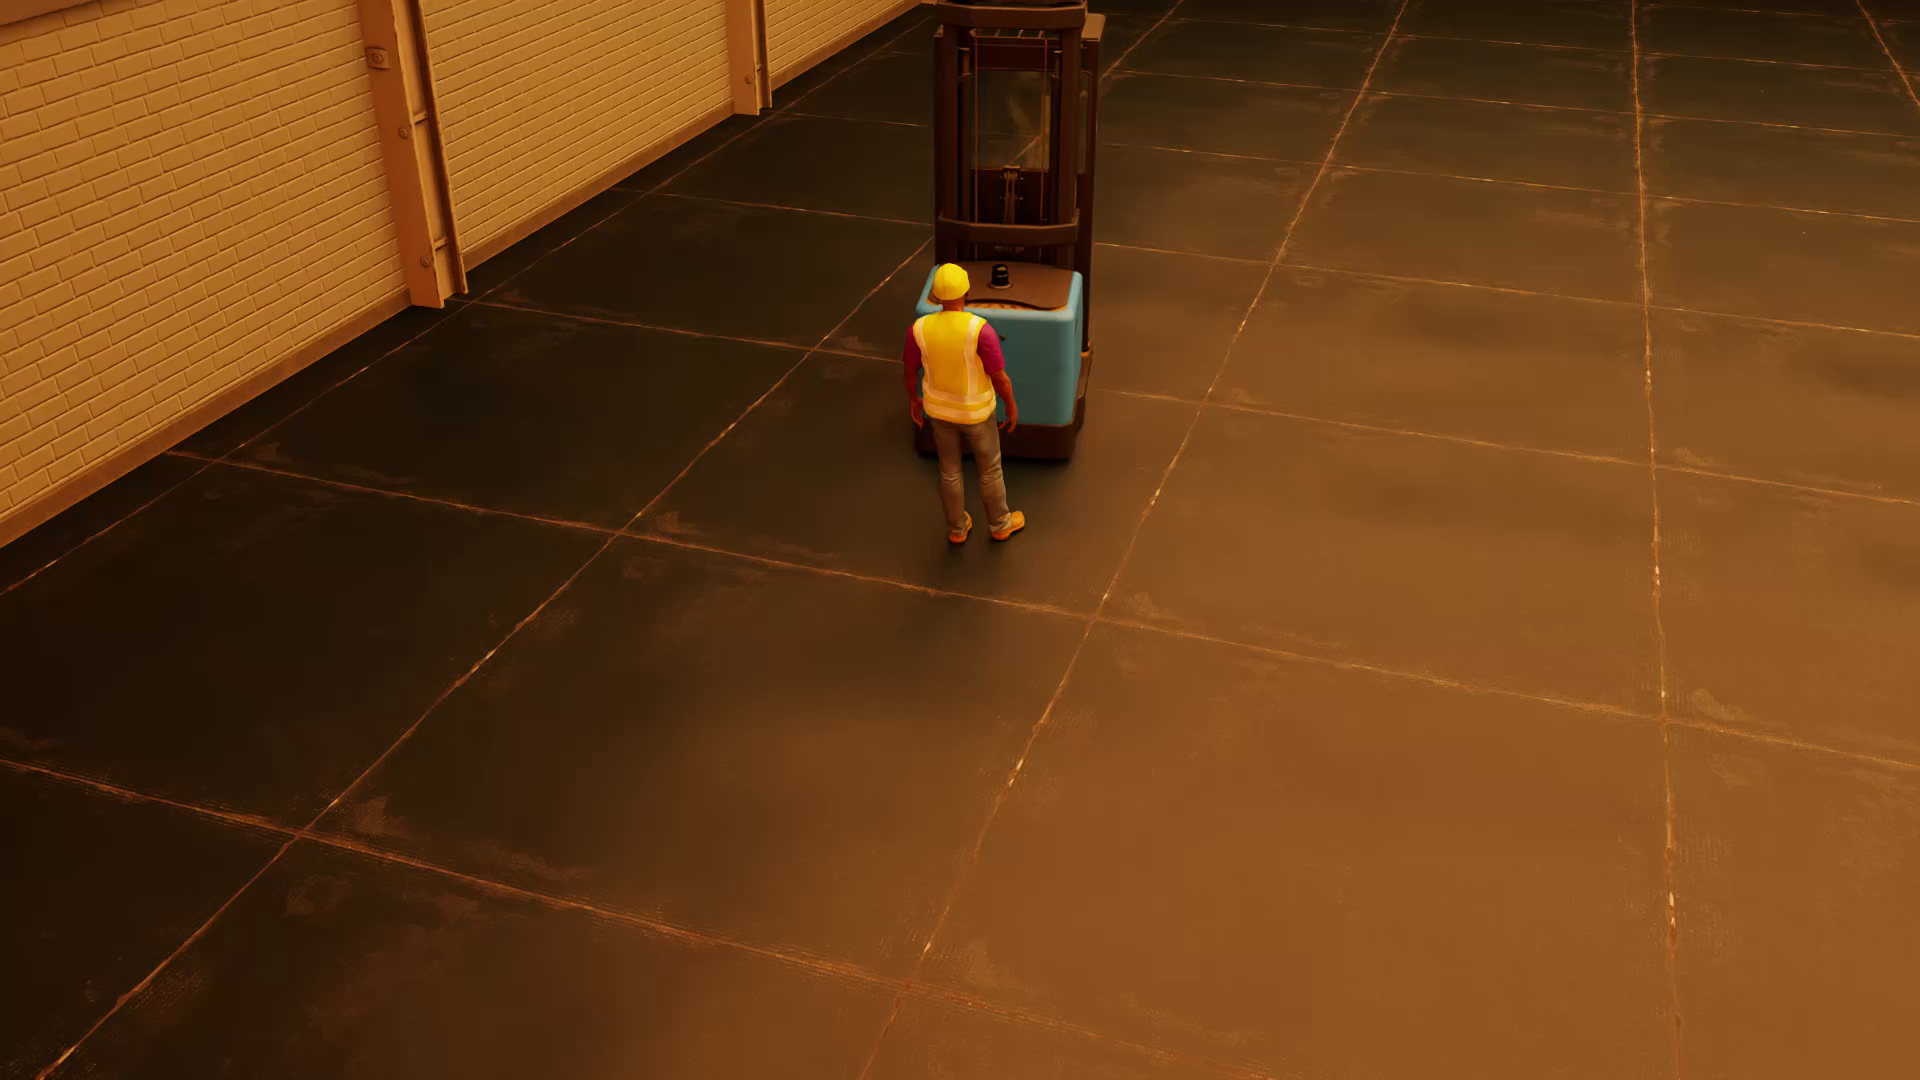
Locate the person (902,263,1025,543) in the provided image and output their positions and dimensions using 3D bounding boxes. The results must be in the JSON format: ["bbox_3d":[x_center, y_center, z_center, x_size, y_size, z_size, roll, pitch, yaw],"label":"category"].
[{"bbox_3d":[0.028,-0.805,9.710,0.666,1.765,0.577,10,31,16],"label":"person"}]

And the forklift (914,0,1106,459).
[{"bbox_3d":[0.402,-2.509,11.539,1.130,2.935,3.031,4,30,6],"label":"forklift"}]
